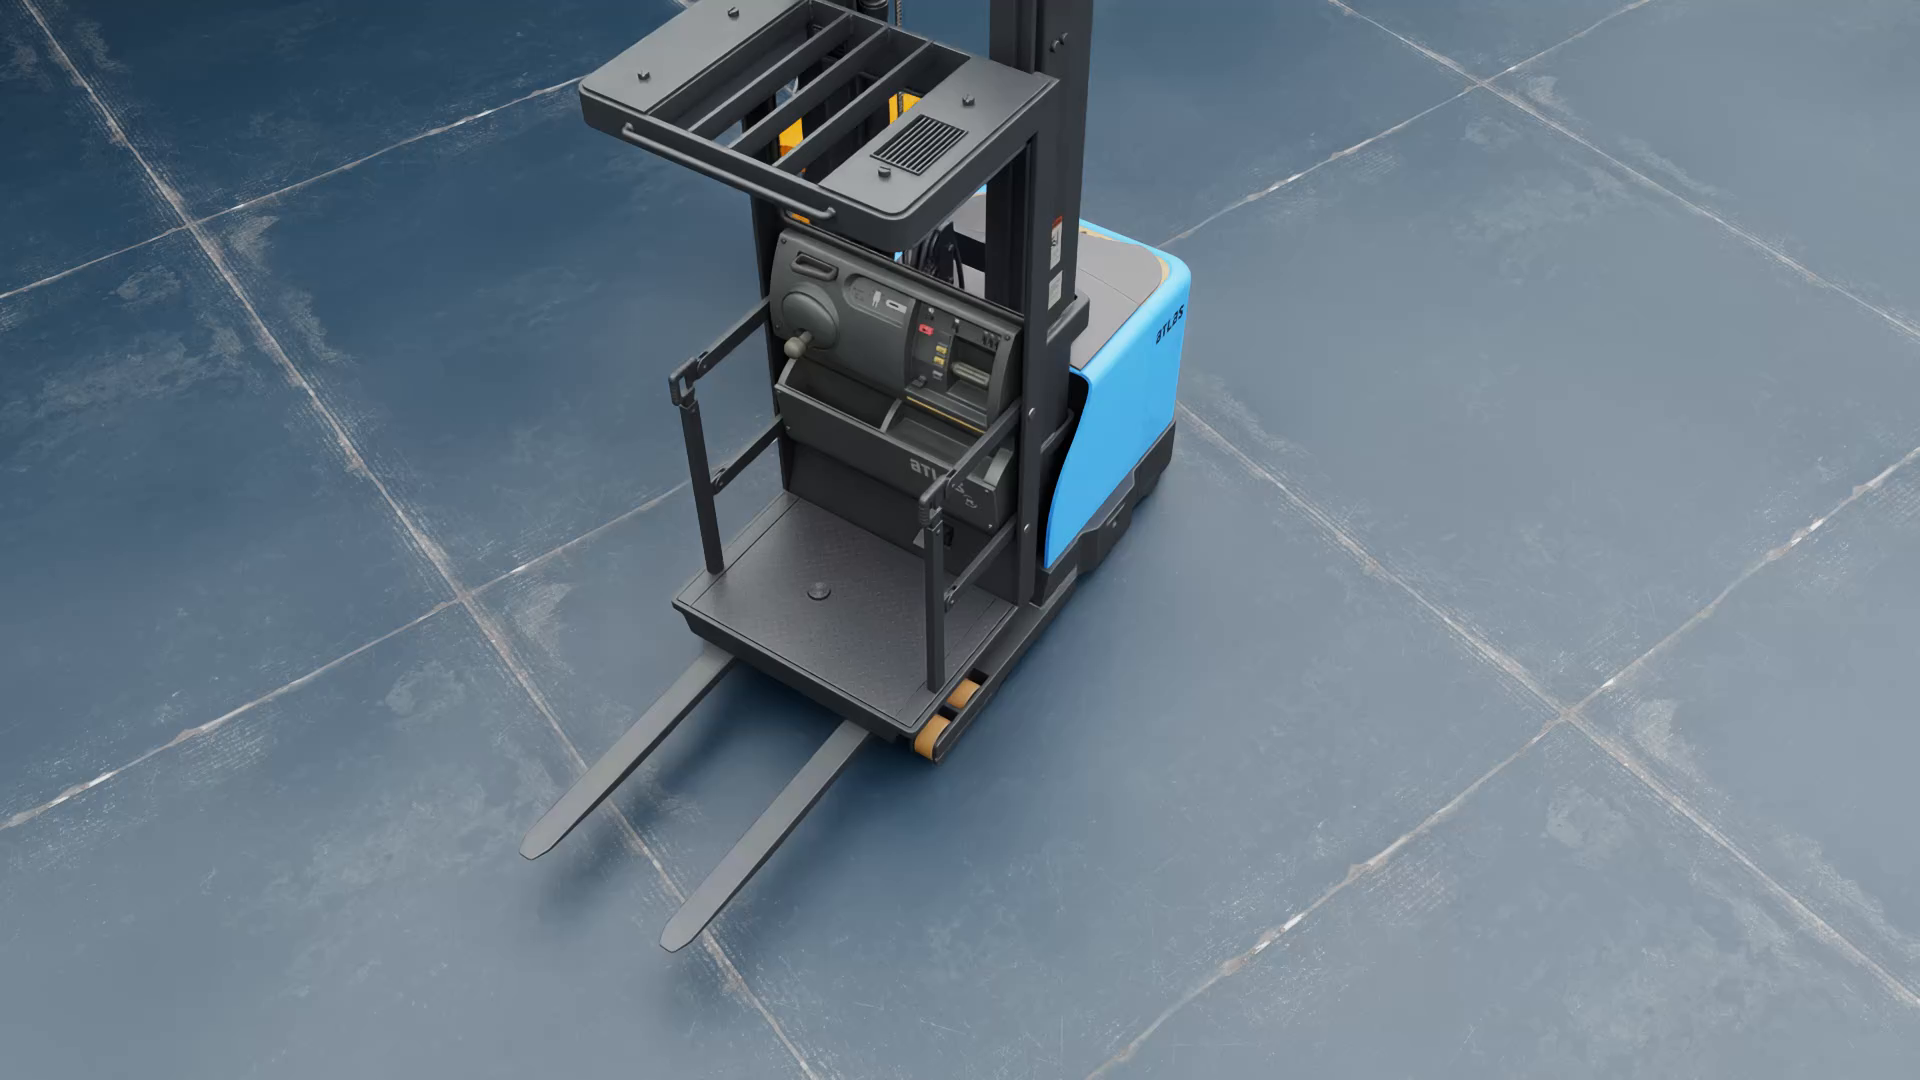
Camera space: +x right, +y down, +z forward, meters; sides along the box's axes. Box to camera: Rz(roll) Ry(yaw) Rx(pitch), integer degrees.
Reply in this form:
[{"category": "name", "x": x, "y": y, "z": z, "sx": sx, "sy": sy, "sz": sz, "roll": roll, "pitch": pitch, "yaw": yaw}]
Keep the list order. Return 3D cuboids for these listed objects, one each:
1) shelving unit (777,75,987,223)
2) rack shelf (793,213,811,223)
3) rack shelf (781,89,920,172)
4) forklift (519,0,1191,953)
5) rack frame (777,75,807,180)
[{"category": "shelving unit", "x": -0.290, "y": -1.460, "z": 7.313, "sx": 1.048, "sy": 1.125, "sz": 0.538, "roll": 14, "pitch": 49, "yaw": 12}, {"category": "rack shelf", "x": -0.290, "y": -1.296, "z": 7.494, "sx": 1.000, "sy": 0.278, "sz": 0.538, "roll": 14, "pitch": 49, "yaw": 12}, {"category": "rack shelf", "x": -0.290, "y": -1.656, "z": 7.096, "sx": 1.000, "sy": 0.278, "sz": 0.538, "roll": 14, "pitch": 49, "yaw": 12}, {"category": "forklift", "x": -0.349, "y": -0.597, "z": 5.312, "sx": 1.130, "sy": 2.935, "sz": 3.031, "roll": 26, "pitch": 53, "yaw": 22}, {"category": "rack frame", "x": -0.772, "y": -1.579, "z": 7.421, "sx": 0.032, "sy": 1.125, "sz": 0.500, "roll": 14, "pitch": 49, "yaw": 12}]
